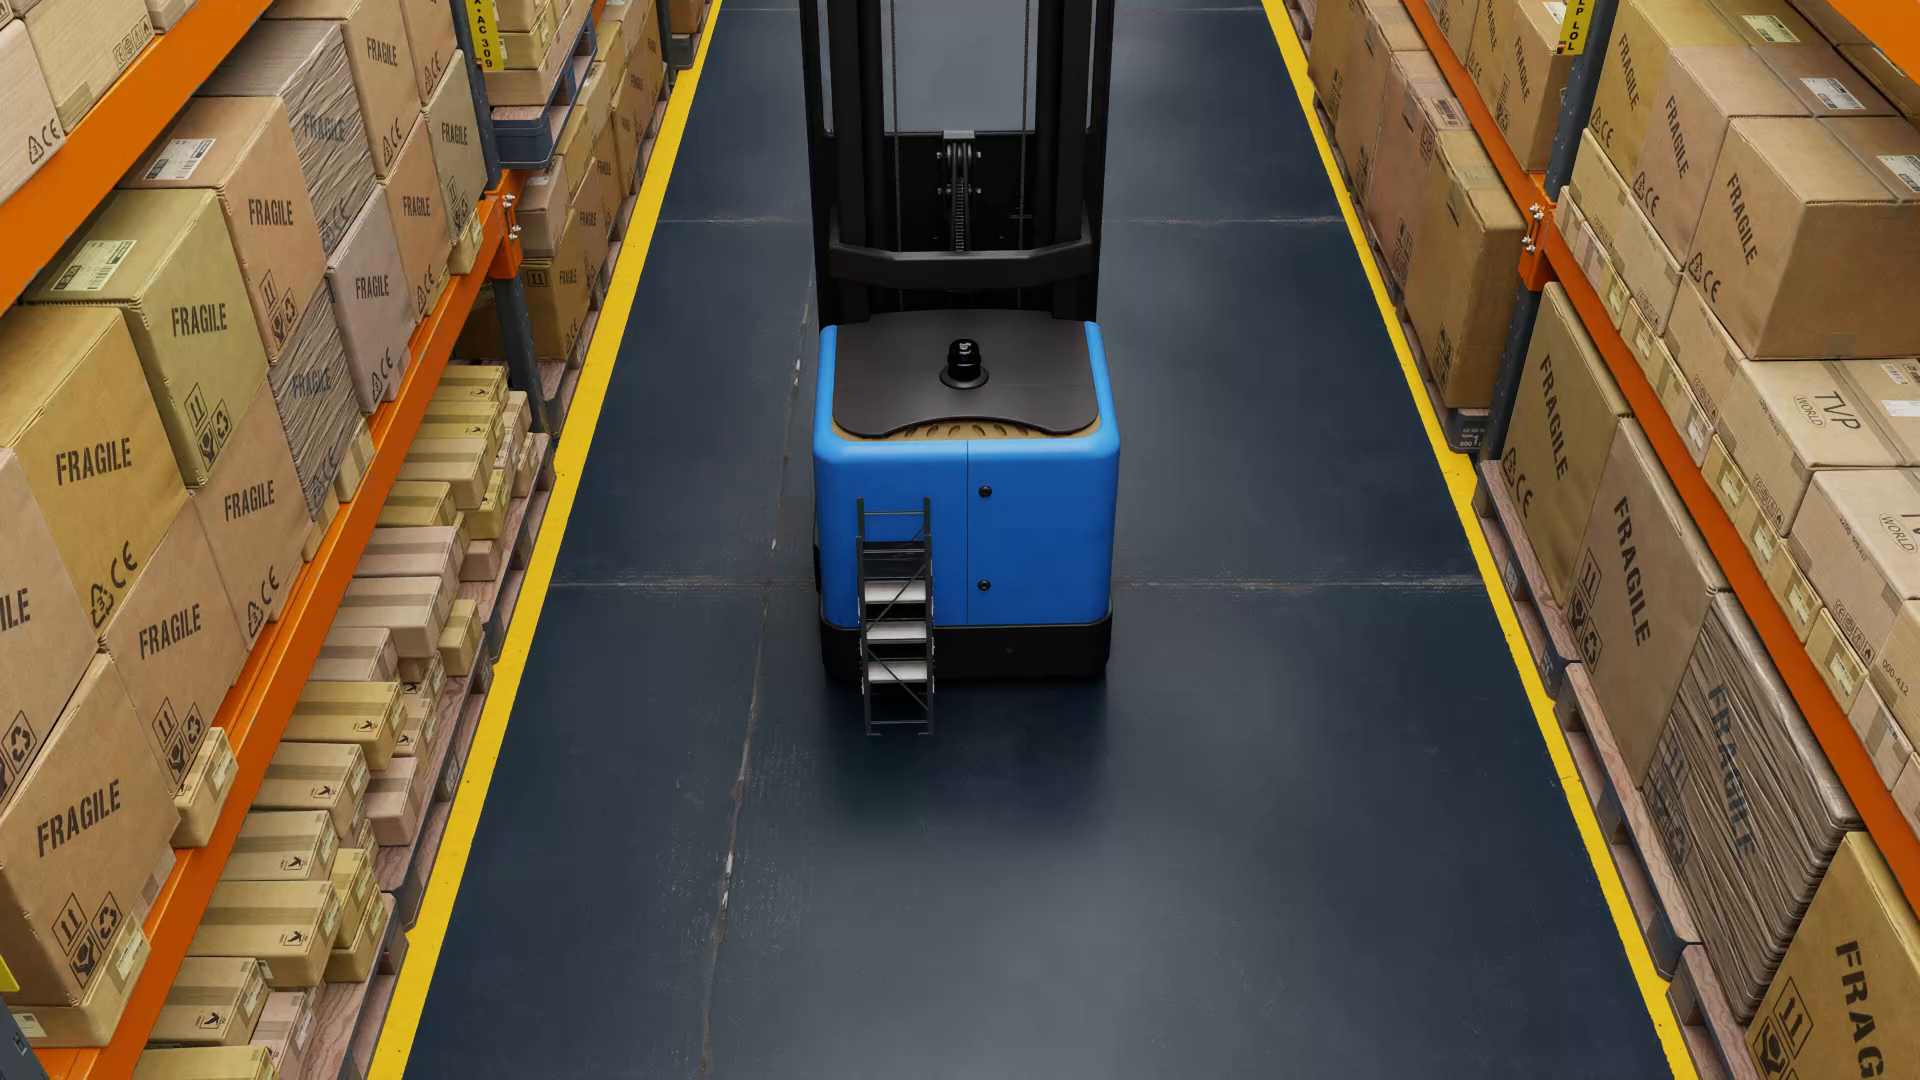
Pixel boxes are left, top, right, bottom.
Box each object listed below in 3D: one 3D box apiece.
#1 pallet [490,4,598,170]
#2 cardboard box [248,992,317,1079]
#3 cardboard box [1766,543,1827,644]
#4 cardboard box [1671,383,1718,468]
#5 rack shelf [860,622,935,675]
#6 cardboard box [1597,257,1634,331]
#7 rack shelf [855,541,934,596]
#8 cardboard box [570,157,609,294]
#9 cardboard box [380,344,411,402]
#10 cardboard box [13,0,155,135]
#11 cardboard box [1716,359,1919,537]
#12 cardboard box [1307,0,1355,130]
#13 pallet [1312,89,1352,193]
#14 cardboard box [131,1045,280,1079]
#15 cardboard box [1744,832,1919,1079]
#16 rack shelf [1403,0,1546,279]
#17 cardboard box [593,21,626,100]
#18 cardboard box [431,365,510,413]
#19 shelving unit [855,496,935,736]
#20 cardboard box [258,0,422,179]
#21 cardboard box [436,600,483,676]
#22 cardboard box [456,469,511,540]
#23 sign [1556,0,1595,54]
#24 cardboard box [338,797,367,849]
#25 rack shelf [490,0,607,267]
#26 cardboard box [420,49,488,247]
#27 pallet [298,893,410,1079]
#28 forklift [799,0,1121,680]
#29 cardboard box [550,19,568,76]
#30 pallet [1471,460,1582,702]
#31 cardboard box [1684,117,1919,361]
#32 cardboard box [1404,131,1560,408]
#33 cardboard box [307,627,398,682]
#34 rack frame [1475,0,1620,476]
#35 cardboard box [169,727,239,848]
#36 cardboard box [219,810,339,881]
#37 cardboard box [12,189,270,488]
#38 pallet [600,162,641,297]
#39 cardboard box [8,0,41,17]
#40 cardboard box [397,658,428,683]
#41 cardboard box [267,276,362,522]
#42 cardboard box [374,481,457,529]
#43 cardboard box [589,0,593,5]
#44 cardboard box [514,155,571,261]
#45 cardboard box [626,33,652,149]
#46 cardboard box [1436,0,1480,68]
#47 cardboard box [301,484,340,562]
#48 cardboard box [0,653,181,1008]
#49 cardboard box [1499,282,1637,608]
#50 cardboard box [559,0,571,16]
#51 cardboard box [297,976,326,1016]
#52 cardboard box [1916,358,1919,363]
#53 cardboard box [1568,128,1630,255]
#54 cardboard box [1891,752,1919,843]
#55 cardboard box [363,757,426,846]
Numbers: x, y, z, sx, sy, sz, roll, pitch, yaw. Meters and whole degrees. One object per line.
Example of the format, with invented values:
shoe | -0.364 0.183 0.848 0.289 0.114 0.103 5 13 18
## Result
pallet | -2.109 -1.900 6.875 1.003 0.211 1.213 0 39 0
cardboard box | -1.937 1.338 4.387 0.380 0.149 0.250 0 39 0
cardboard box | 2.378 0.139 4.379 0.380 0.149 0.250 0 39 0
cardboard box | 2.376 -0.343 4.980 0.380 0.149 0.250 0 39 0
rack shelf | -0.217 0.370 5.765 0.258 0.077 0.200 -1 39 -1
cardboard box | 2.376 -0.825 5.581 0.380 0.149 0.250 1 39 1
rack shelf | -0.217 0.090 5.540 0.258 0.077 0.200 -1 39 -1
cardboard box | -1.991 -1.478 7.859 0.500 0.500 0.500 2 39 2
cardboard box | -1.963 -0.561 5.252 0.380 0.149 0.250 -2 39 -2
cardboard box | -2.003 -1.039 3.370 0.500 0.250 0.500 -1 39 -2
cardboard box | 2.440 -0.257 4.554 0.500 0.250 0.500 0 39 0
cardboard box | 2.682 -2.842 9.260 1.225 0.875 0.875 -2 39 -2
pallet | 2.628 -2.357 9.523 1.003 0.211 1.213 0 39 0
cardboard box | -1.910 1.393 4.081 0.380 0.149 0.250 -2 39 -2
cardboard box | 2.631 1.330 4.055 0.875 0.875 0.875 0 39 0
rack shelf | 2.704 -2.407 7.930 1.077 0.370 4.000 0 39 0
cardboard box | -1.999 -2.418 8.432 0.500 0.250 0.500 1 39 1
cardboard box | -1.993 -0.558 6.516 0.380 0.149 0.250 1 39 1
shelving unit | -0.217 0.274 5.688 0.258 0.900 0.210 -1 39 -1
cardboard box | -1.976 -1.425 5.012 0.500 0.500 0.500 -1 39 -1
cardboard box | -1.911 0.344 5.866 0.380 0.149 0.250 0 39 0
cardboard box | -1.904 -0.130 6.220 0.380 0.149 0.250 -1 39 -2
sign | 2.164 -1.851 5.799 0.100 0.325 0.005 0 39 0
cardboard box | -2.012 0.859 4.986 0.380 0.149 0.250 -2 39 -2
rack shelf | -2.256 -2.467 8.004 1.077 0.370 4.000 0 39 0
cardboard box | -1.970 -1.349 5.717 0.500 0.500 0.500 0 39 0
pallet | -2.214 1.537 4.663 1.003 0.211 1.213 0 39 0
forklift | -0.018 -1.538 6.325 1.130 2.935 3.031 -1 39 -1
cardboard box | -1.800 -1.982 6.690 0.380 0.149 0.250 1 39 1
pallet | 2.629 0.127 6.423 1.003 0.211 1.213 0 39 0
cardboard box | 2.450 -0.854 4.699 0.500 0.500 0.500 -1 39 -1
cardboard box | 2.686 -1.172 7.177 1.225 0.875 0.875 0 39 0
cardboard box | -2.027 0.413 5.304 0.380 0.149 0.250 0 39 0
rack frame | 2.707 -1.437 6.144 1.000 3.000 0.127 0 39 0
cardboard box | -1.910 0.573 3.838 0.380 0.149 0.250 -1 39 -1
cardboard box | -1.986 0.908 4.686 0.380 0.149 0.250 -2 39 -2
cardboard box | -1.969 -0.462 3.811 0.500 0.500 0.500 -1 39 -1
pallet | -2.260 -1.660 8.653 1.003 0.211 1.213 0 39 0
cardboard box | -1.980 -1.219 3.194 0.500 0.250 0.500 0 39 0
cardboard box | -2.002 0.353 5.617 0.380 0.149 0.250 -2 39 -2
cardboard box | -1.994 -0.391 4.521 0.500 0.500 0.500 -1 39 -1
cardboard box | -2.023 -0.080 5.919 0.380 0.149 0.250 1 39 1
cardboard box | -1.796 -2.455 7.280 0.380 0.149 0.250 -2 39 -2
cardboard box | -1.990 -1.440 7.212 0.500 0.250 0.500 -2 39 -2
cardboard box | -1.999 -2.450 9.072 0.500 0.500 0.500 1 39 2
cardboard box | 2.432 -2.404 7.272 0.500 0.500 0.500 0 39 -1
cardboard box | -1.974 -0.075 4.646 0.380 0.149 0.250 1 39 2
cardboard box | -1.973 0.569 3.324 0.500 0.500 0.500 2 39 2
cardboard box | 2.627 -0.359 6.162 0.875 0.875 0.875 0 39 0
cardboard box | -1.797 -2.249 6.784 0.380 0.149 0.250 1 39 1
cardboard box | -2.019 1.307 4.665 0.380 0.149 0.250 0 39 0
cardboard box | 2.973 -0.576 4.952 0.500 0.250 0.500 1 39 1
cardboard box | 2.445 -1.200 5.731 0.500 0.250 0.500 -1 39 -1
cardboard box | 2.380 0.620 3.779 0.380 0.149 0.250 0 39 0
cardboard box | -1.918 0.831 5.258 0.380 0.149 0.250 -2 39 -2
